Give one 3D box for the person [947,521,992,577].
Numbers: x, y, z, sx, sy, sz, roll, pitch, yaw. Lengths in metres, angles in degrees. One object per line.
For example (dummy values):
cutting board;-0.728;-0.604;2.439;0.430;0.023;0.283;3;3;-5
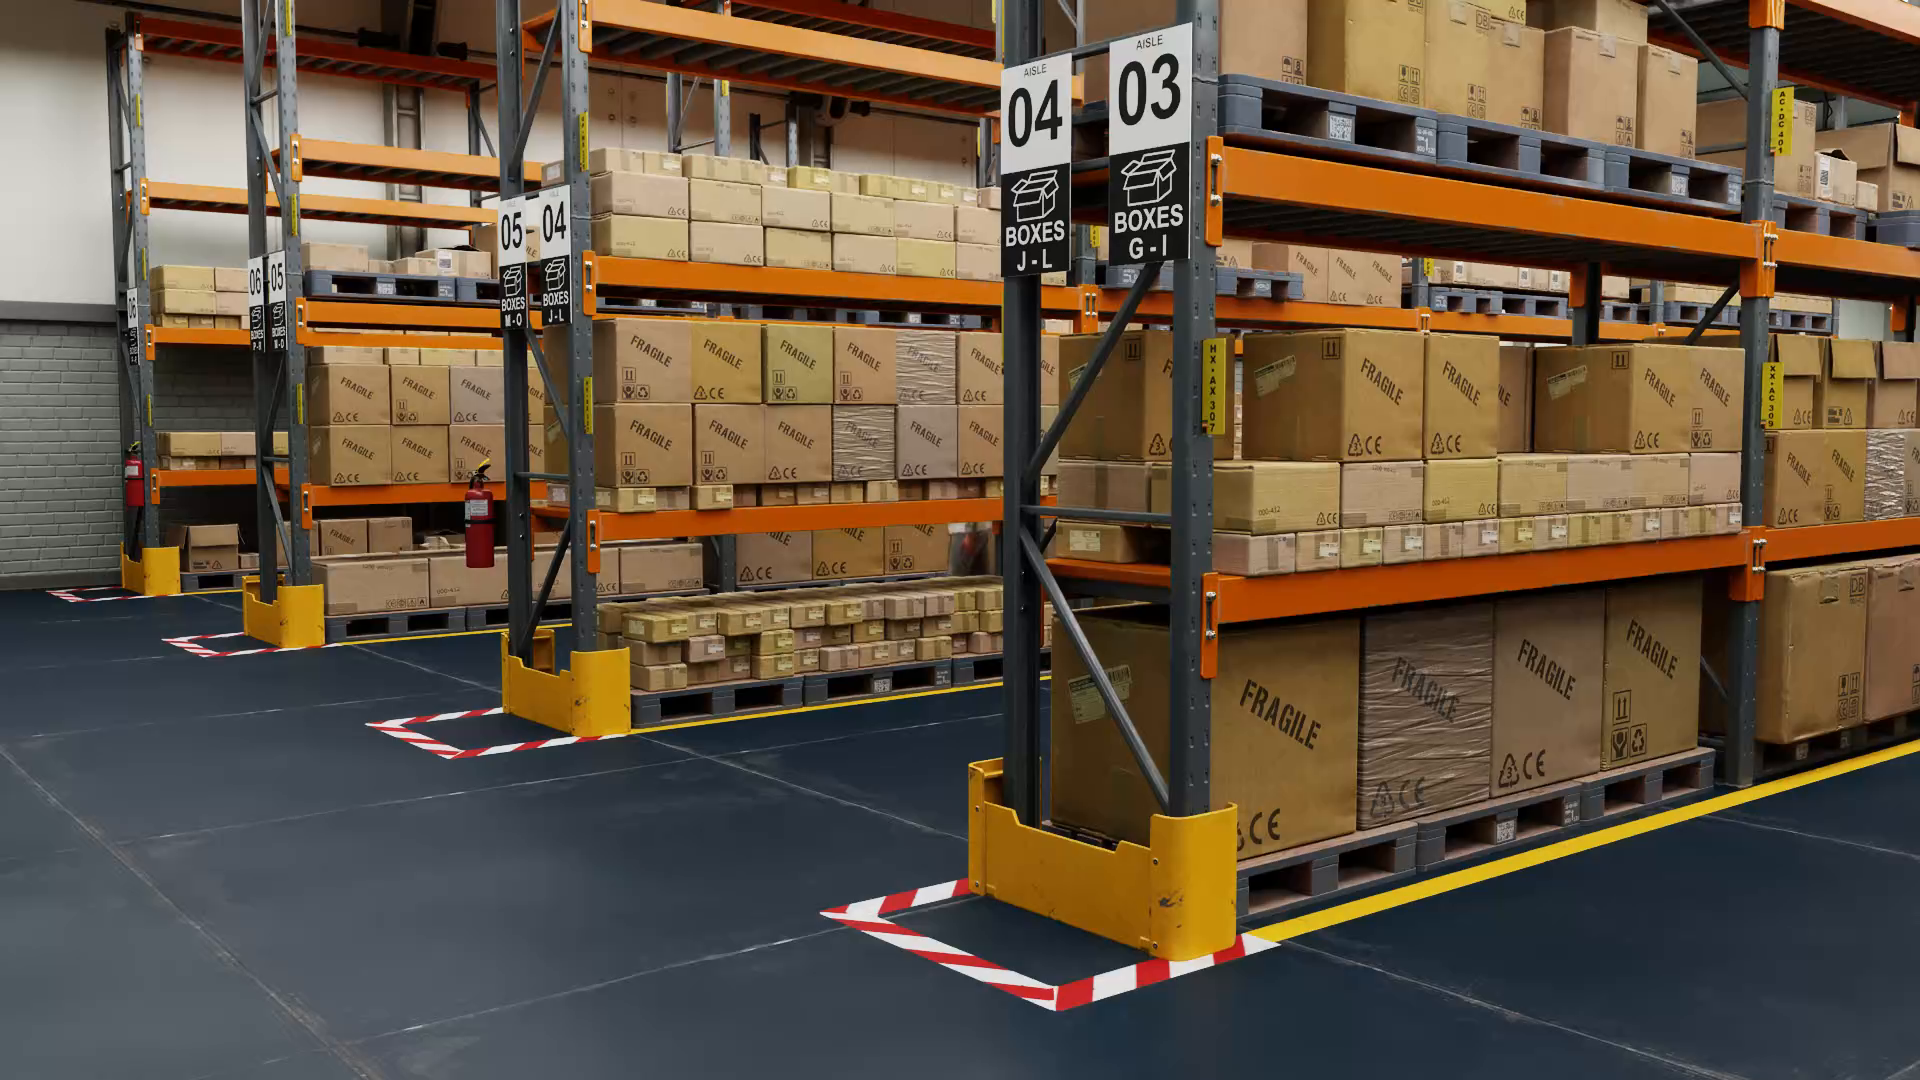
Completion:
person;0.104;-0.062;14.183;0.566;1.764;0.561;1;4;8
